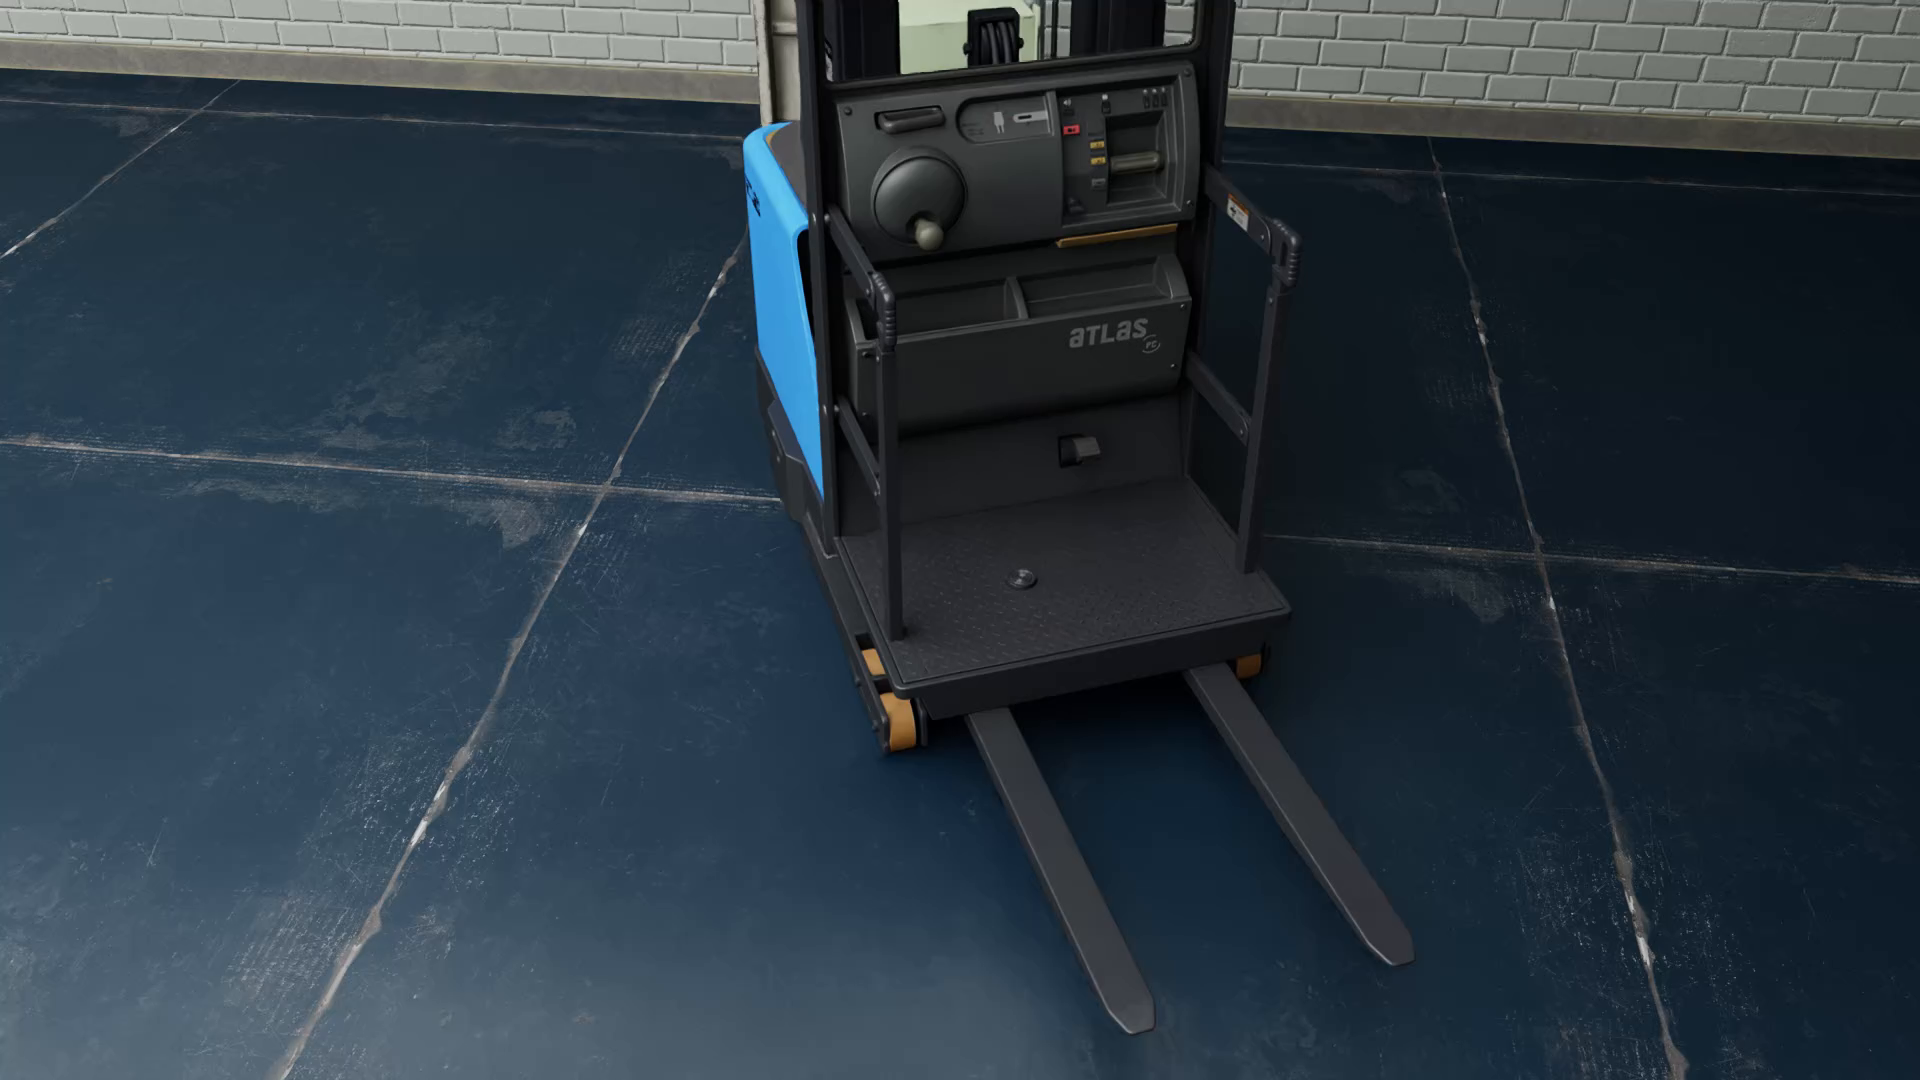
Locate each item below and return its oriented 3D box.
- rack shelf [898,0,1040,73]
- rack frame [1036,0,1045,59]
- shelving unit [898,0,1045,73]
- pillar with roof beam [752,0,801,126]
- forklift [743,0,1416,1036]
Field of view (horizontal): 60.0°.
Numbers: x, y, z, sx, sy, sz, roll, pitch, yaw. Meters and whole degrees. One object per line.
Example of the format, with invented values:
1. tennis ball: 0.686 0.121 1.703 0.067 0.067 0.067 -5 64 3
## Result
1. rack shelf: -0.137 -1.641 5.584 0.720 0.370 0.431 -8 36 -11
2. rack frame: 0.219 -1.372 5.879 0.023 1.500 0.400 -8 36 -11
3. shelving unit: -0.137 -1.322 5.809 0.755 1.500 0.431 -8 36 -11
4. pillar with roof beam: -1.297 -3.268 2.082 0.400 9.000 9.100 4 36 6
5. forklift: 0.223 -0.887 3.970 1.130 2.935 3.031 -10 37 -14
